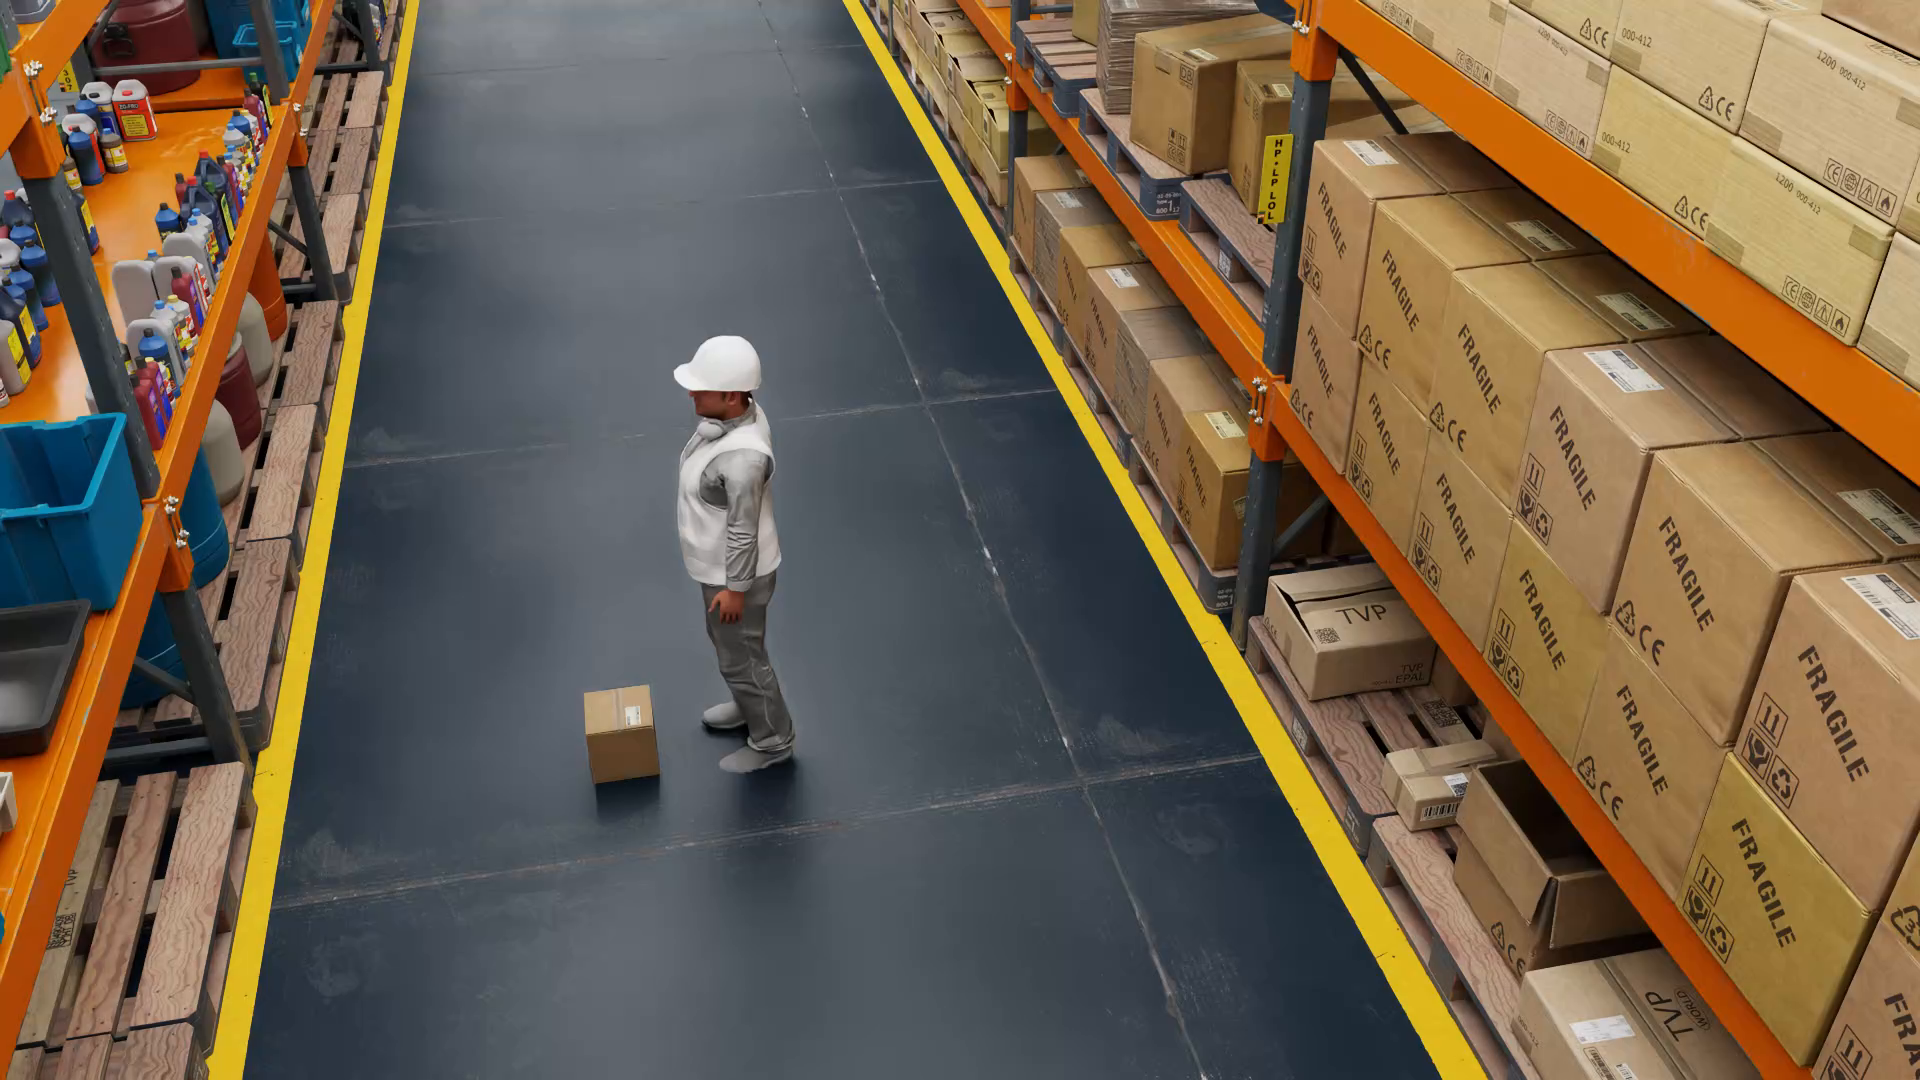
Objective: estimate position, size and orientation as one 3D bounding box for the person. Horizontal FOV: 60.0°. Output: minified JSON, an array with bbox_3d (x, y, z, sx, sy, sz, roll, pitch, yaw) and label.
[{"bbox_3d":[-0.830,0.129,6.091,0.358,1.472,0.447,-6,35,-9],"label":"person"}]
